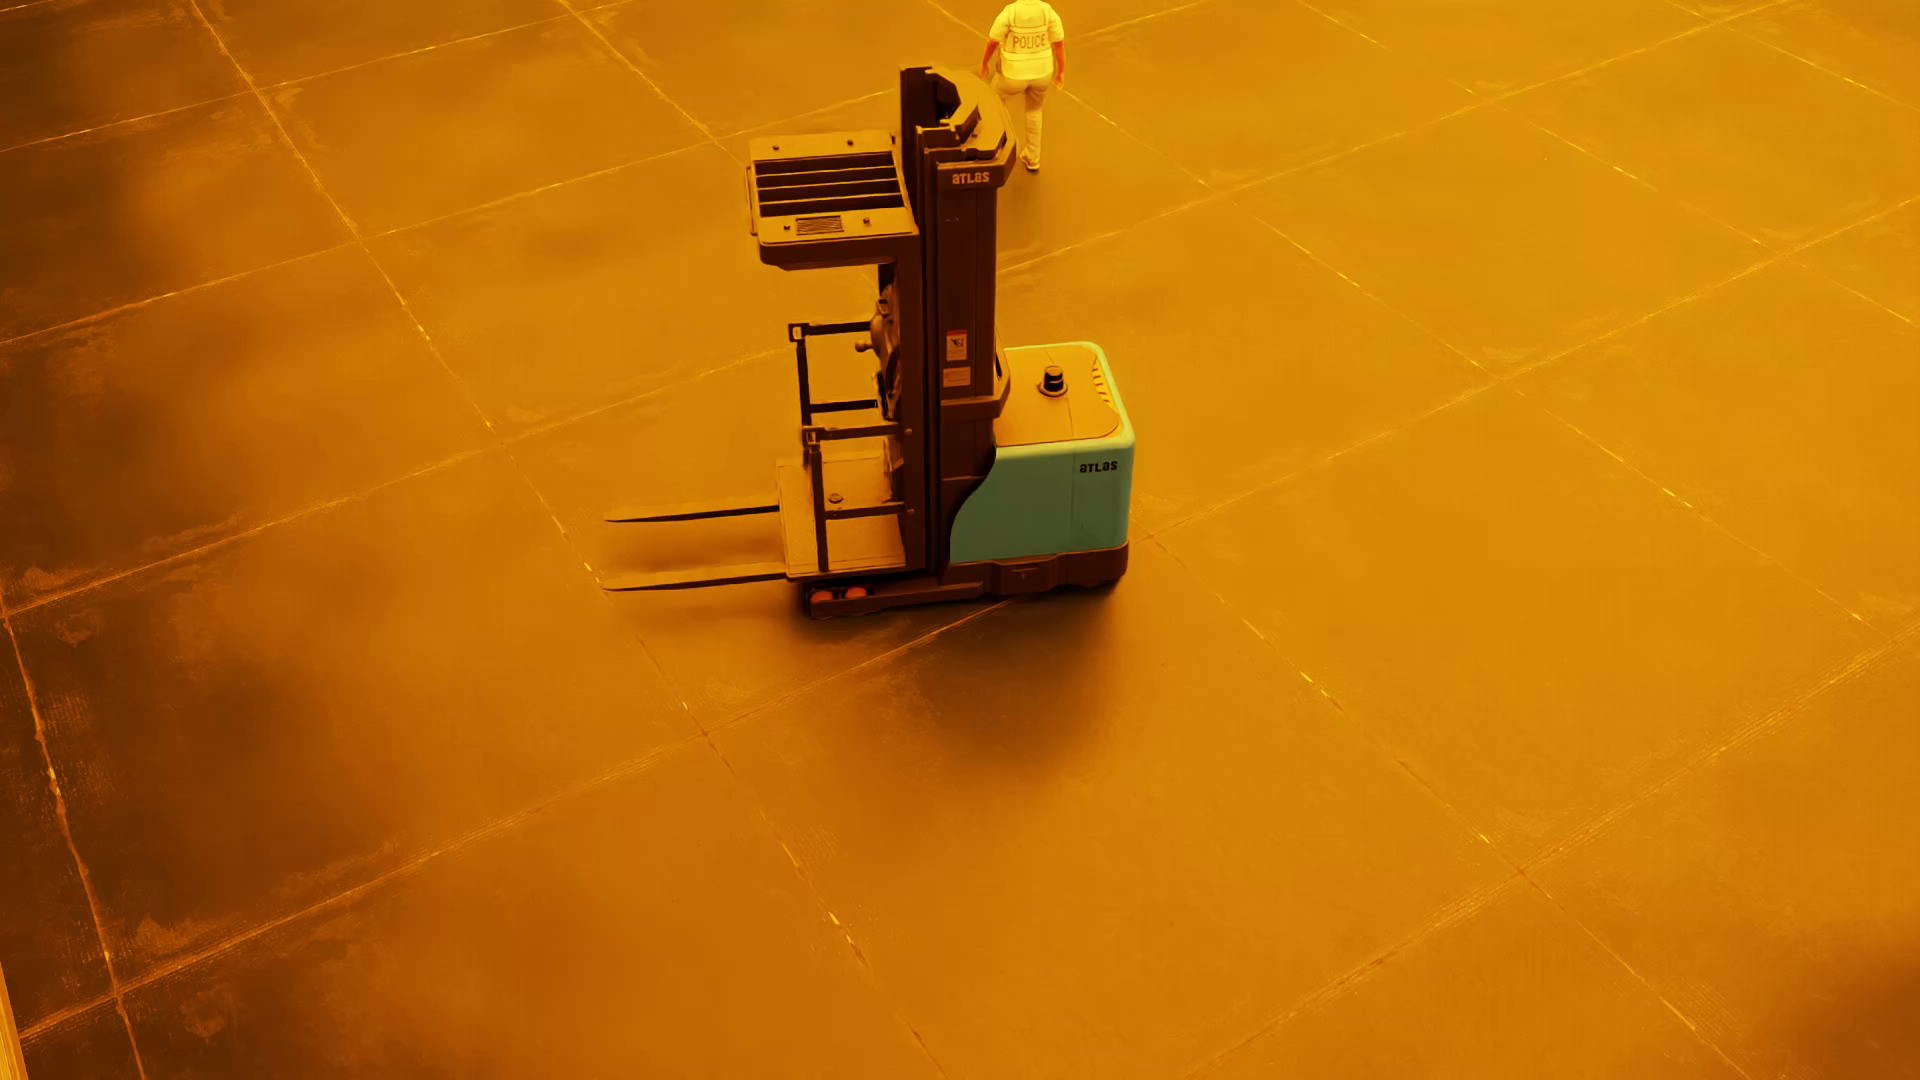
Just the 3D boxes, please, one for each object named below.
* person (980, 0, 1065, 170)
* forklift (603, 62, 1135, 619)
[{"bbox_3d":[0.486,-3.698,13.084,0.636,1.645,0.463,-9,42,-11],"label":"person"},{"bbox_3d":[-0.580,-1.022,9.041,3.031,2.935,1.130,-6,41,-6],"label":"forklift"}]
